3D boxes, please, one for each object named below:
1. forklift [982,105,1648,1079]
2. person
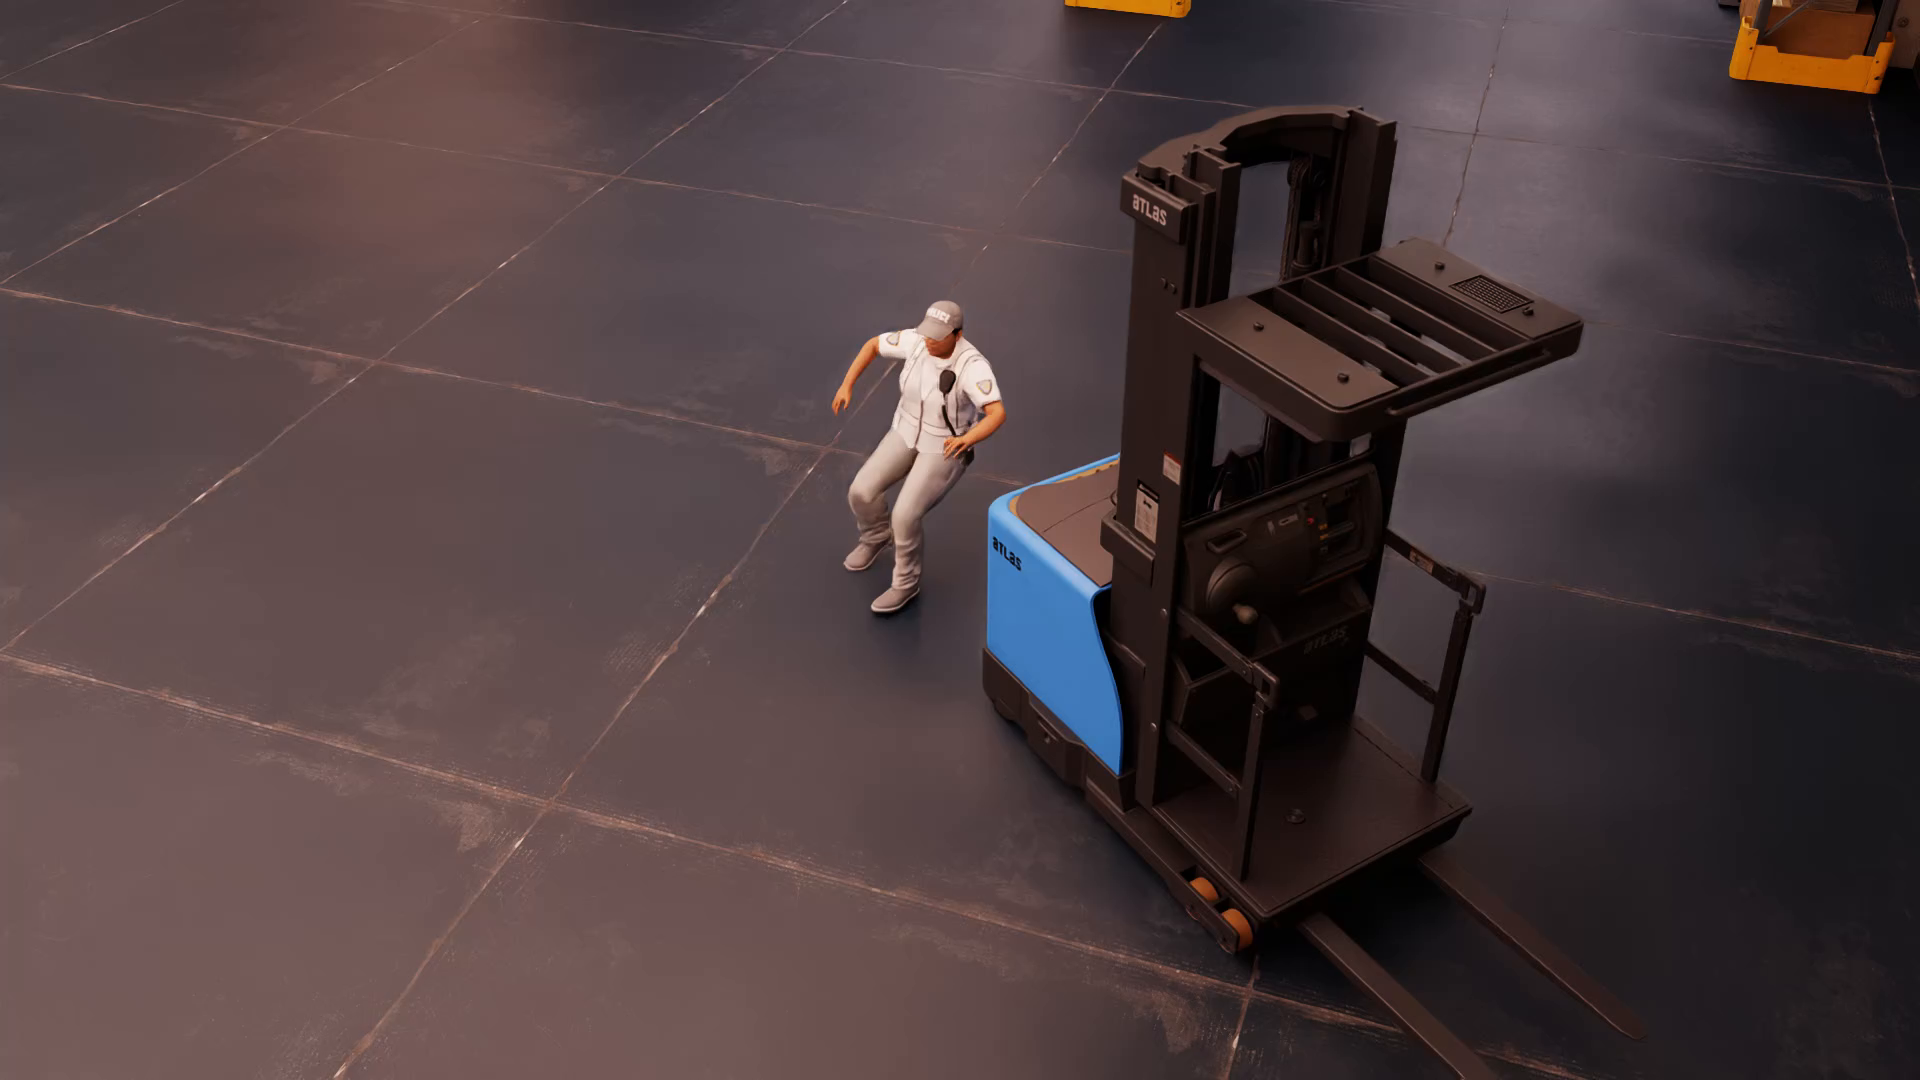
[{"bbox_3d":[1.318,0.079,5.999,1.130,2.935,3.031,-20,40,-26],"label":"forklift"},{"bbox_3d":[-0.242,-0.430,8.004,0.912,1.429,0.824,16,38,21],"label":"person"}]
